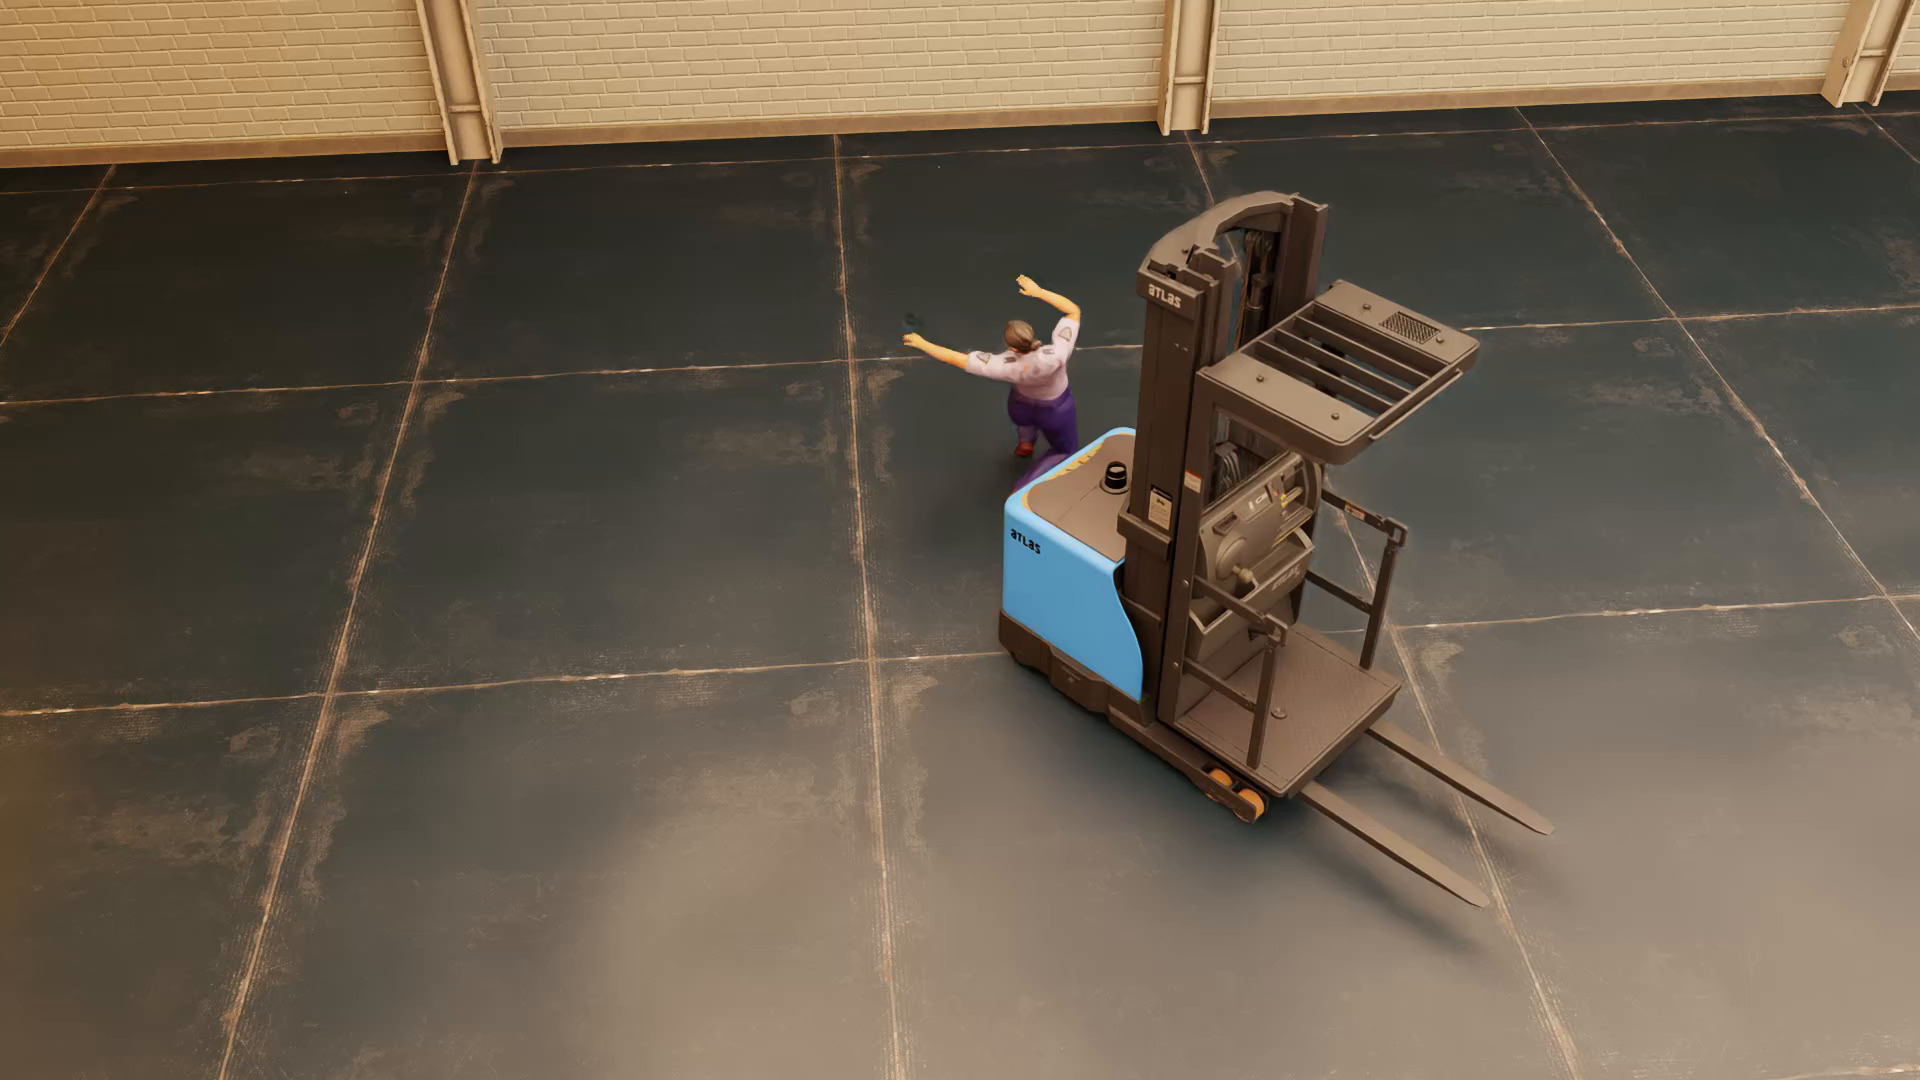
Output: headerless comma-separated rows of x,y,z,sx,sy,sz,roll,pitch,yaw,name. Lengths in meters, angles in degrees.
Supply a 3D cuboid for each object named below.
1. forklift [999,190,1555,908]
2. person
1.621,-0.059,8.006,3.031,2.935,1.130,33,50,32,forklift
0.238,-0.986,10.240,1.021,1.509,0.815,13,42,15,person
